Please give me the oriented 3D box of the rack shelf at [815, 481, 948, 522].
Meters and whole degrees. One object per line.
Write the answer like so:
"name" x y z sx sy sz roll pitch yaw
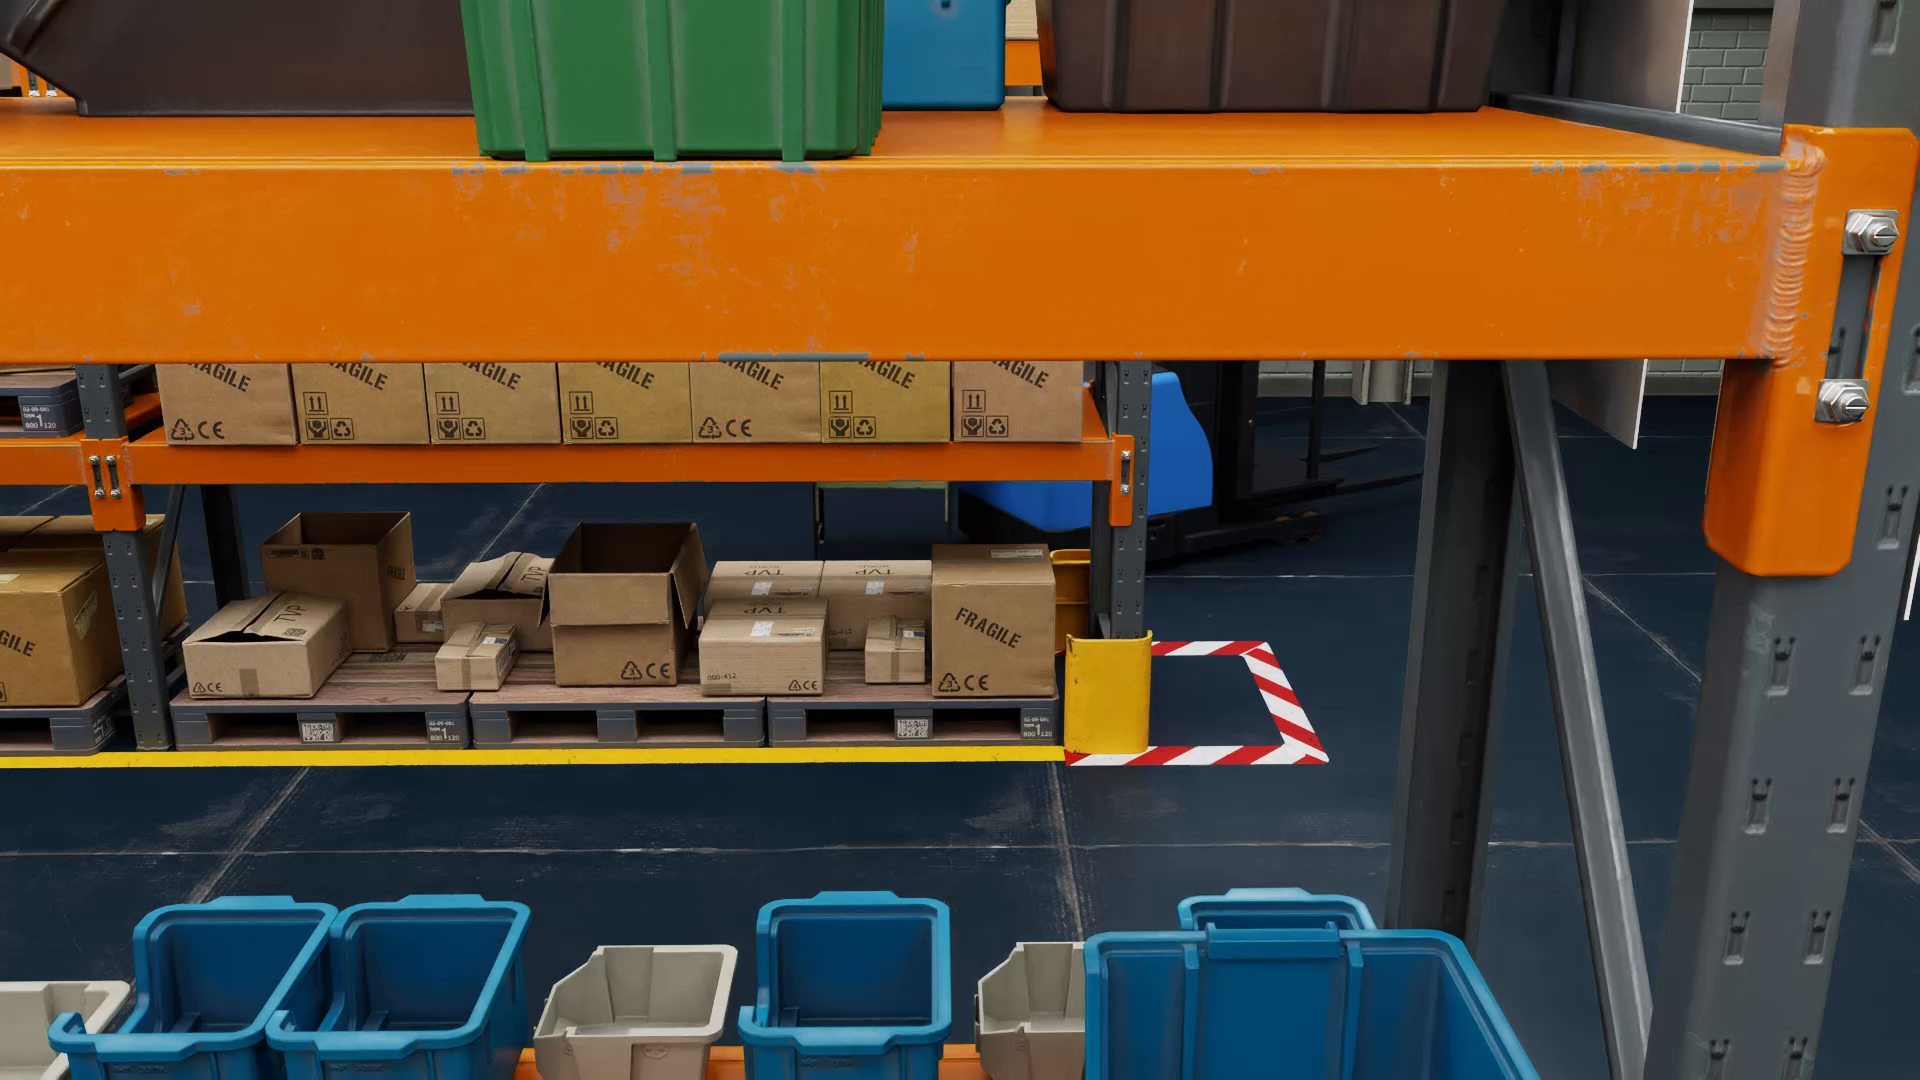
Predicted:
"rack shelf" -0.423 -0.341 9.221 0.720 0.370 0.431 0 18 1

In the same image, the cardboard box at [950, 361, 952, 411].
"cardboard box" -0.291 -0.851 7.127 0.500 0.500 0.500 0 18 -1

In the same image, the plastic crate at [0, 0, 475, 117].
"plastic crate" -0.785 -0.692 1.984 0.767 0.338 0.504 0 18 -1

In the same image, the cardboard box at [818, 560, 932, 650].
"cardboard box" -0.376 0.289 7.518 0.500 0.250 0.500 0 18 -1

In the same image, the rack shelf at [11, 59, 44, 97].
"rack shelf" -5.327 -1.786 6.472 4.000 0.370 1.077 0 18 -1

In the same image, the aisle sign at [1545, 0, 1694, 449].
"aisle sign" 0.814 -0.545 2.081 0.004 0.787 0.394 0 18 -1

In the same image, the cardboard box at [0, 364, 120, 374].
"cardboard box" -3.805 -1.024 6.977 0.500 0.500 0.700 -6 19 -19

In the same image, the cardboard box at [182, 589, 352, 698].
"cardboard box" -2.904 0.425 6.994 0.500 0.311 0.500 0 18 -1

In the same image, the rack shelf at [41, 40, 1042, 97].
"rack shelf" -1.328 -1.805 6.532 4.000 0.370 1.077 0 18 -1

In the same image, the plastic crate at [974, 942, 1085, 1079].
"plastic crate" 0.172 0.757 2.609 0.298 0.136 0.250 0 18 -1

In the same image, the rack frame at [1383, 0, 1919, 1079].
"rack frame" 0.747 0.785 2.191 0.053 2.616 0.949 0 18 -1

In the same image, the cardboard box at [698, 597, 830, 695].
"cardboard box" -0.818 0.444 7.035 0.500 0.250 0.500 0 18 -1

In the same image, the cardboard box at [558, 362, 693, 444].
"cardboard box" -1.293 -0.685 6.608 0.500 0.500 0.500 -1 18 -2

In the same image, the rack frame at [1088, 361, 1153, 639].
"rack frame" 0.672 -0.729 6.910 0.127 3.000 1.000 0 18 -1

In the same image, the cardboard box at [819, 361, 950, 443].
"cardboard box" -0.290 -0.688 6.618 0.500 0.500 0.500 0 18 0

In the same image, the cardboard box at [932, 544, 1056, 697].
"cardboard box" 0.132 0.329 6.982 0.500 0.500 0.500 0 18 -1

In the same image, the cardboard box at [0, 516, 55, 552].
"cardboard box" -4.348 0.205 7.371 0.500 0.500 0.500 0 18 0

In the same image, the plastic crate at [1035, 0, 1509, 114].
"plastic crate" 0.357 -0.666 2.016 0.590 0.269 0.497 0 18 -1

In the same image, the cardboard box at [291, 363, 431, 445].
"cardboard box" -2.302 -0.680 6.594 0.500 0.500 0.500 0 18 0

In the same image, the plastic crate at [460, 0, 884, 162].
"plastic crate" -0.235 -0.452 1.482 0.336 0.188 0.450 0 18 -1

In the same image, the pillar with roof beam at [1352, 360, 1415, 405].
"pillar with roof beam" 3.344 -4.061 7.476 0.400 9.000 9.100 0 18 -1

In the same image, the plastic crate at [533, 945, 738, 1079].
"plastic crate" -0.506 0.761 2.599 0.298 0.136 0.250 0 18 -1

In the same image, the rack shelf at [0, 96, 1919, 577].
"rack shelf" -1.253 -0.293 1.816 4.000 0.370 1.077 0 18 -1

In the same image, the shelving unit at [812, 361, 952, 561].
"shelving unit" -0.423 -0.651 9.122 0.755 1.500 0.431 0 18 1

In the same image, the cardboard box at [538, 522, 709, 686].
"cardboard box" -1.449 0.259 7.197 0.637 0.503 0.797 0 18 -1

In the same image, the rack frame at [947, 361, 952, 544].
"rack frame" -0.057 -0.650 9.118 0.023 1.500 0.400 0 18 1

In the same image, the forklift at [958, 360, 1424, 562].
"forklift" 1.531 -1.494 9.407 3.031 2.935 1.130 -10 20 -27

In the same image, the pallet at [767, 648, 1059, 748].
"pallet" -0.201 0.603 7.322 1.213 0.211 1.003 0 18 -1

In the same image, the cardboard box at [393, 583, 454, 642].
"cardboard box" -2.388 0.328 7.560 0.250 0.149 0.380 0 18 -1

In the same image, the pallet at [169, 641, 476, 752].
"pallet" -2.641 0.615 7.286 1.213 0.211 1.003 0 18 -1

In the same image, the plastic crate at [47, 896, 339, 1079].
"plastic crate" -1.122 0.743 2.496 0.300 0.233 0.416 0 18 -1

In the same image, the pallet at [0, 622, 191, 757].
"pallet" -4.140 0.633 7.228 1.213 0.211 1.003 0 18 -1
